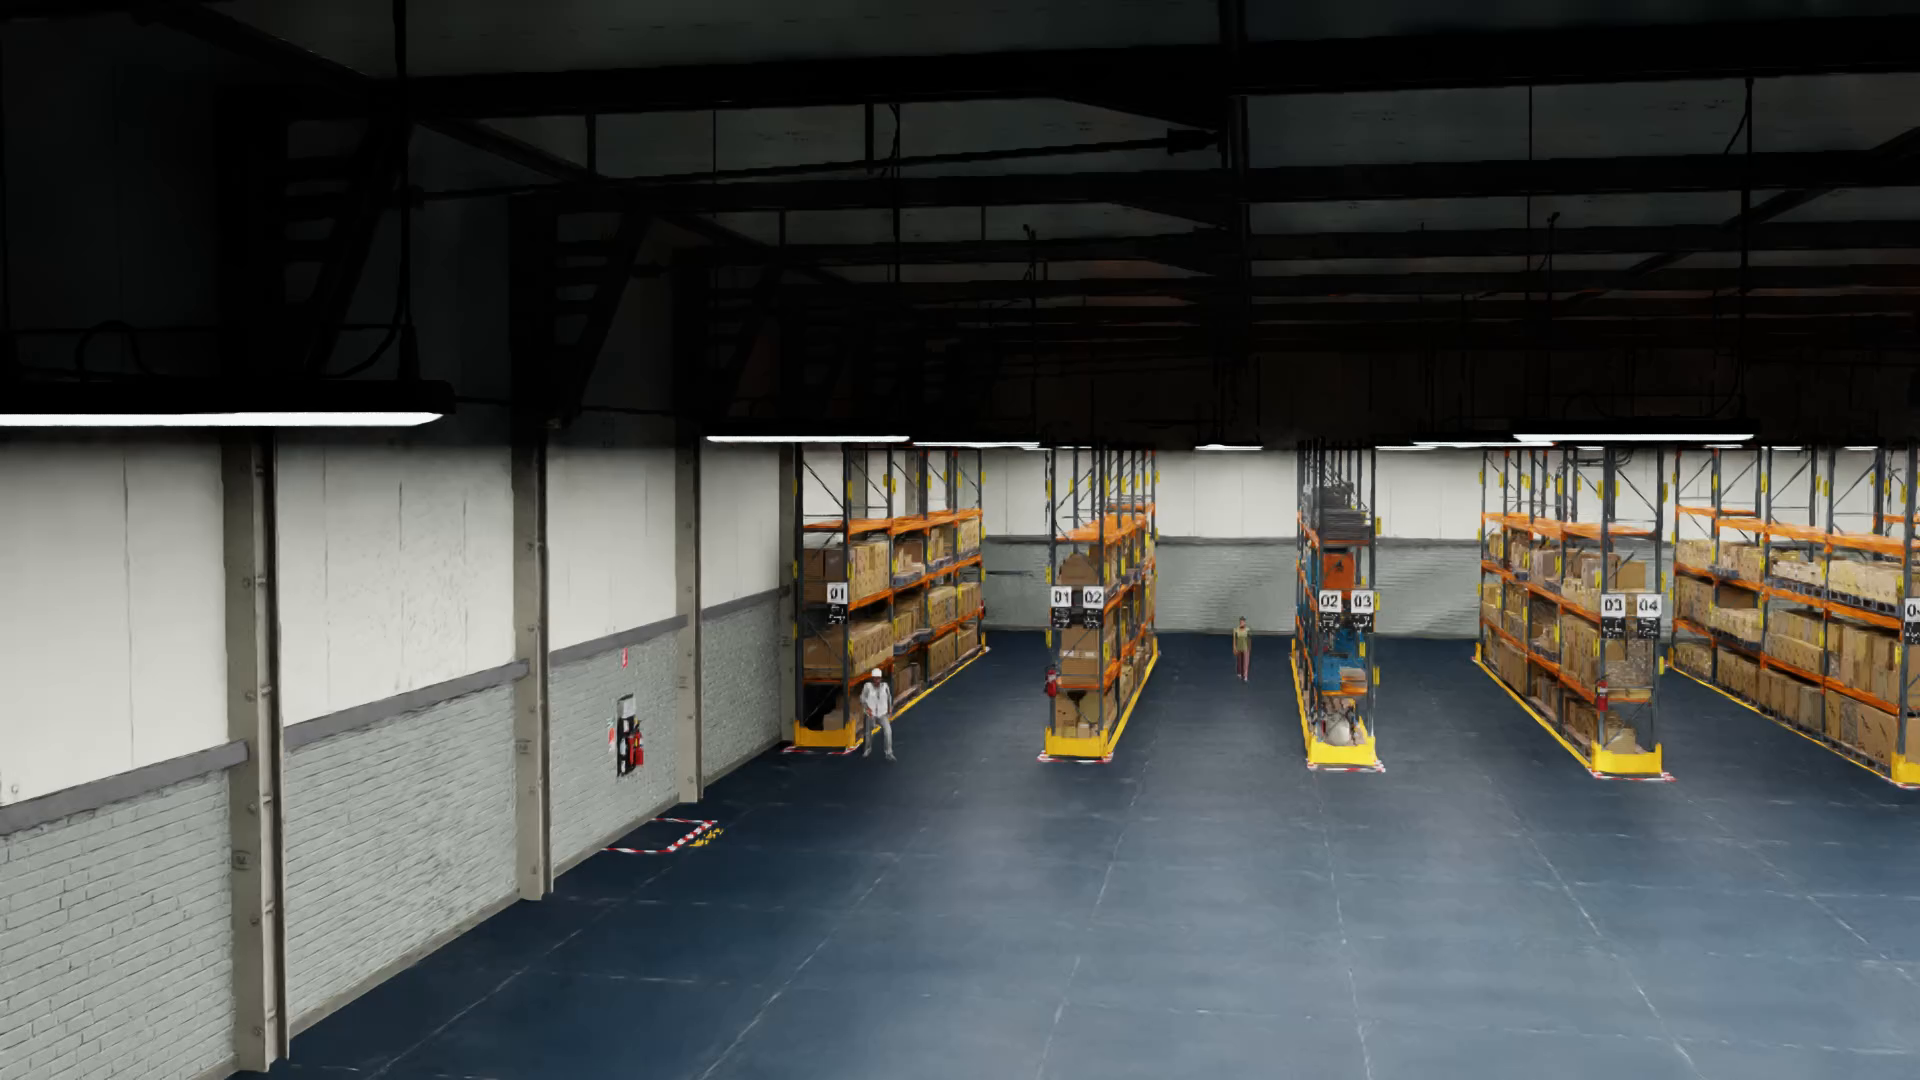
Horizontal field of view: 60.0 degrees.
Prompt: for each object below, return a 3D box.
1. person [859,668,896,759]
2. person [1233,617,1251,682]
[{"bbox_3d":[-1.560,3.215,30.981,0.667,1.714,0.784,-1,3,-11],"label":"person"},{"bbox_3d":[7.040,2.712,41.571,0.448,1.590,1.110,1,3,12],"label":"person"}]
